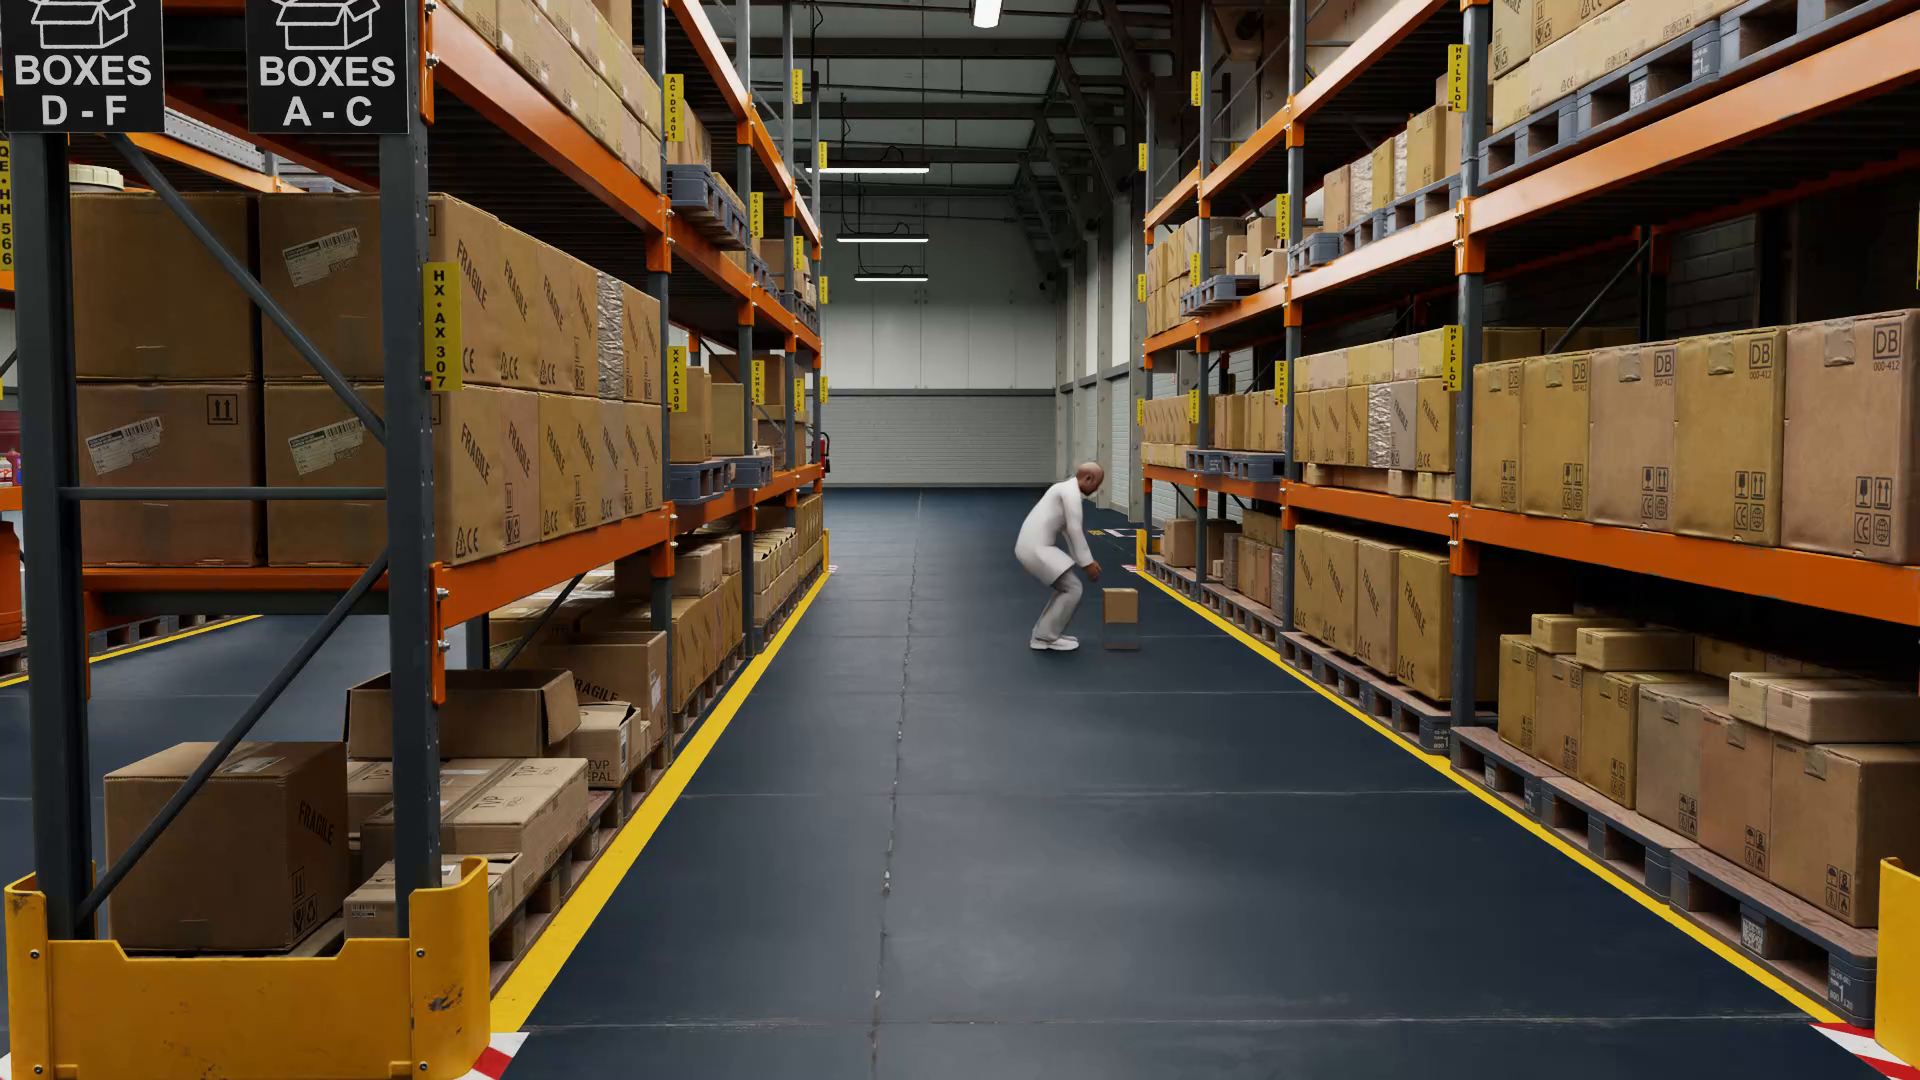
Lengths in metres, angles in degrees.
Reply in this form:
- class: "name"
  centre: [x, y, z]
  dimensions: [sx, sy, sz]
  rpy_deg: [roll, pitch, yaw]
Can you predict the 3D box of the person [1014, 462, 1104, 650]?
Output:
- class: "person"
  centre: [0.773, 0.115, 12.978]
  dimensions: [0.700, 1.454, 0.631]
  rpy_deg: [0, 4, -1]
